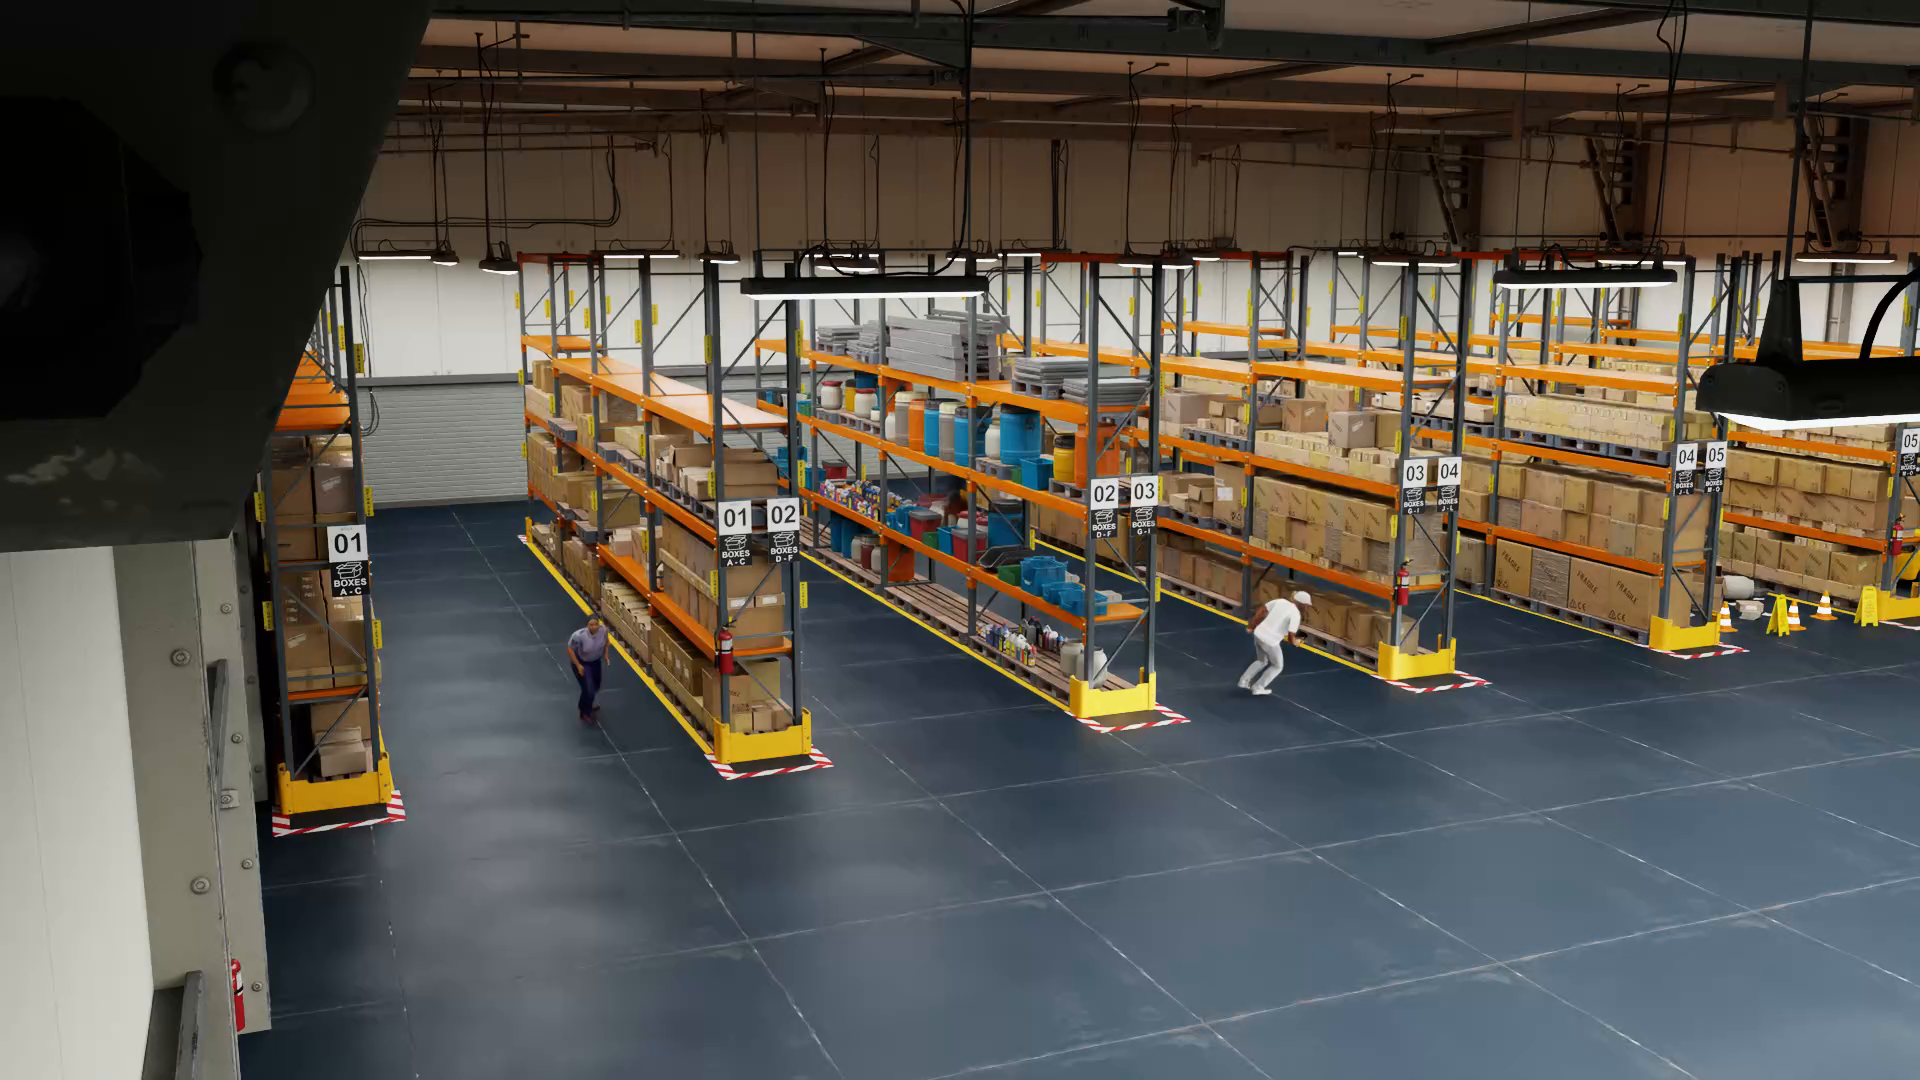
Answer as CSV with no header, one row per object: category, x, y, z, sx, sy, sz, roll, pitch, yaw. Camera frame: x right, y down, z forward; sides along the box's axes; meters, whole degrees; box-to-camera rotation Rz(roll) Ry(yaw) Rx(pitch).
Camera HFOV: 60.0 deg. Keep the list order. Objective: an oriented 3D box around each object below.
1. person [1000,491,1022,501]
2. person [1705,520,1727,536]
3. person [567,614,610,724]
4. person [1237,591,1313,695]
person,1.094,-0.543,33.043,0.651,1.766,0.772,-4,11,-21
person,15.302,-0.505,33.564,0.640,1.560,1.199,-9,14,-41
person,-4.917,1.662,21.943,0.767,1.499,0.666,7,13,35
person,4.391,1.436,23.113,0.968,1.477,0.723,-4,11,-21
